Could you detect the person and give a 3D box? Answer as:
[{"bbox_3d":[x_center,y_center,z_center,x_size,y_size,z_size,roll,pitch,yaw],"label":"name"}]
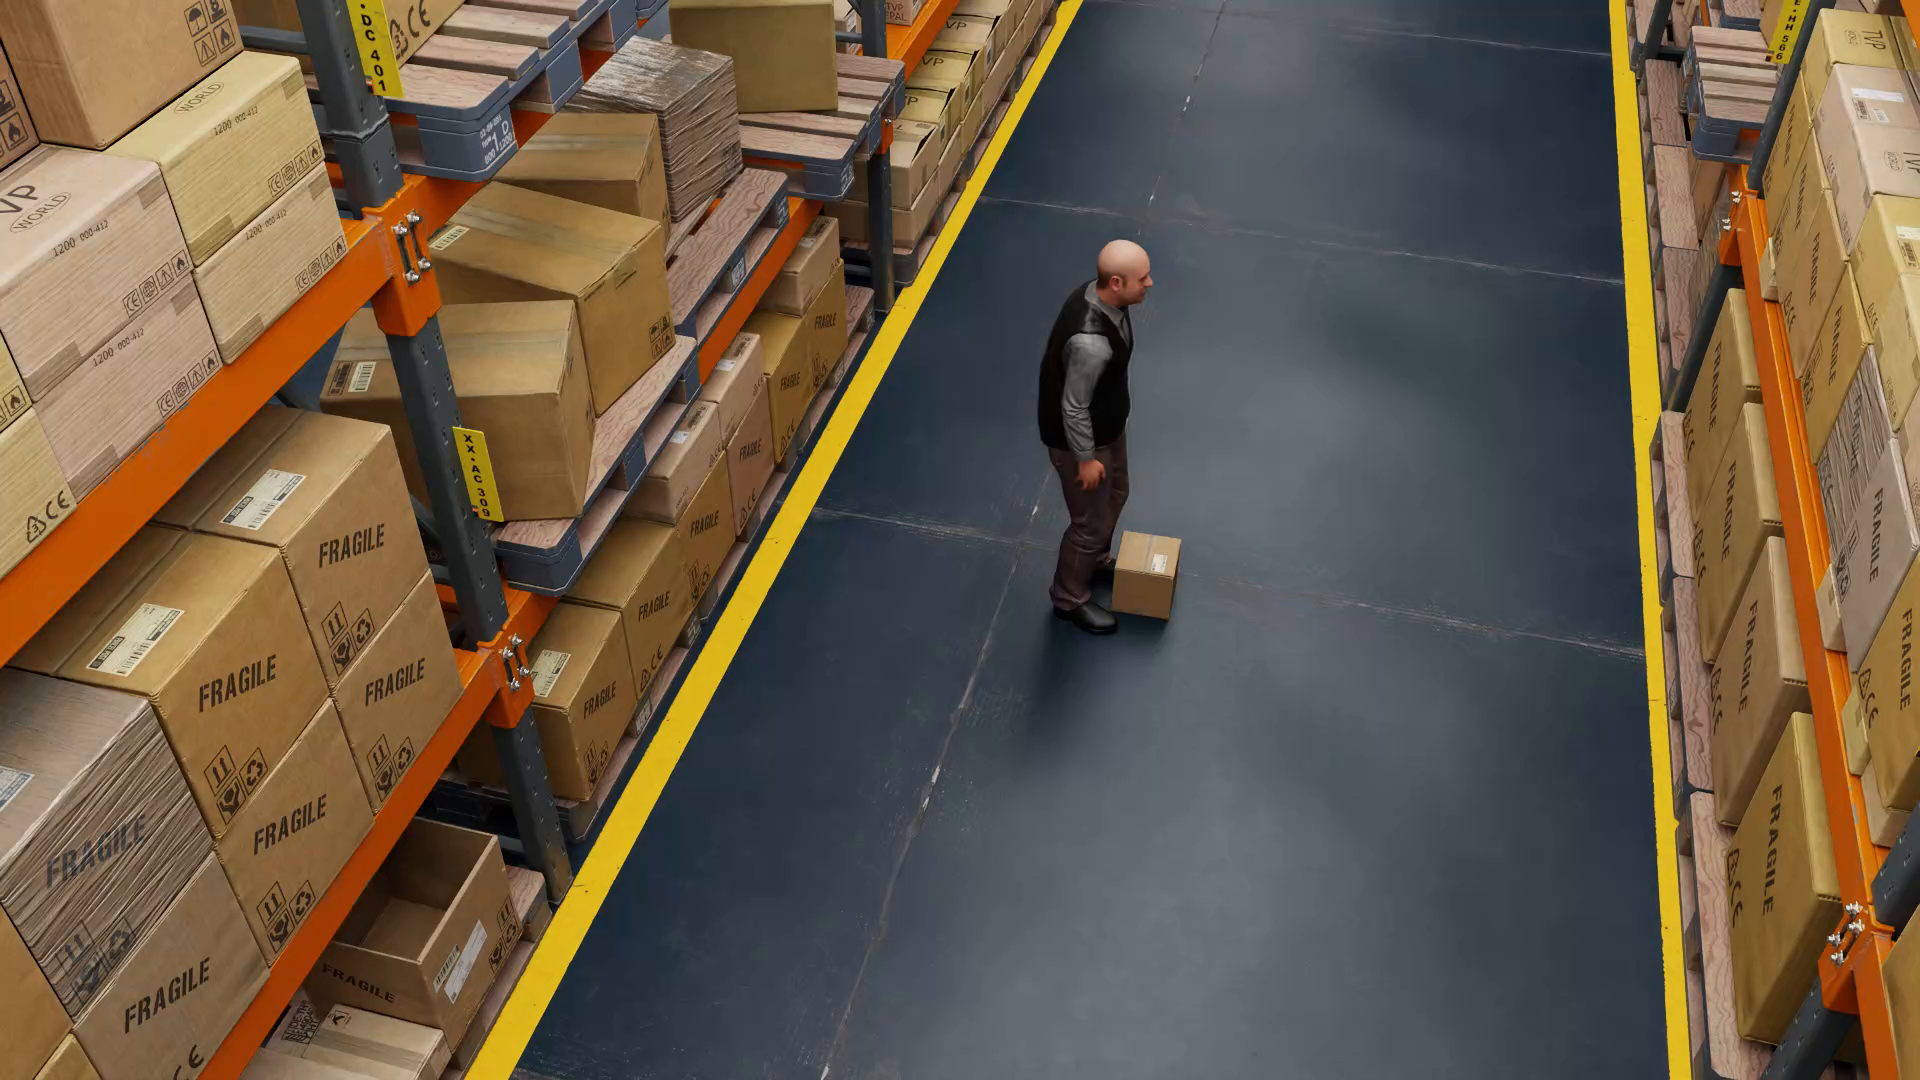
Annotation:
[{"bbox_3d":[0.544,-0.440,6.687,0.466,1.720,0.580,10,42,11],"label":"person"}]
